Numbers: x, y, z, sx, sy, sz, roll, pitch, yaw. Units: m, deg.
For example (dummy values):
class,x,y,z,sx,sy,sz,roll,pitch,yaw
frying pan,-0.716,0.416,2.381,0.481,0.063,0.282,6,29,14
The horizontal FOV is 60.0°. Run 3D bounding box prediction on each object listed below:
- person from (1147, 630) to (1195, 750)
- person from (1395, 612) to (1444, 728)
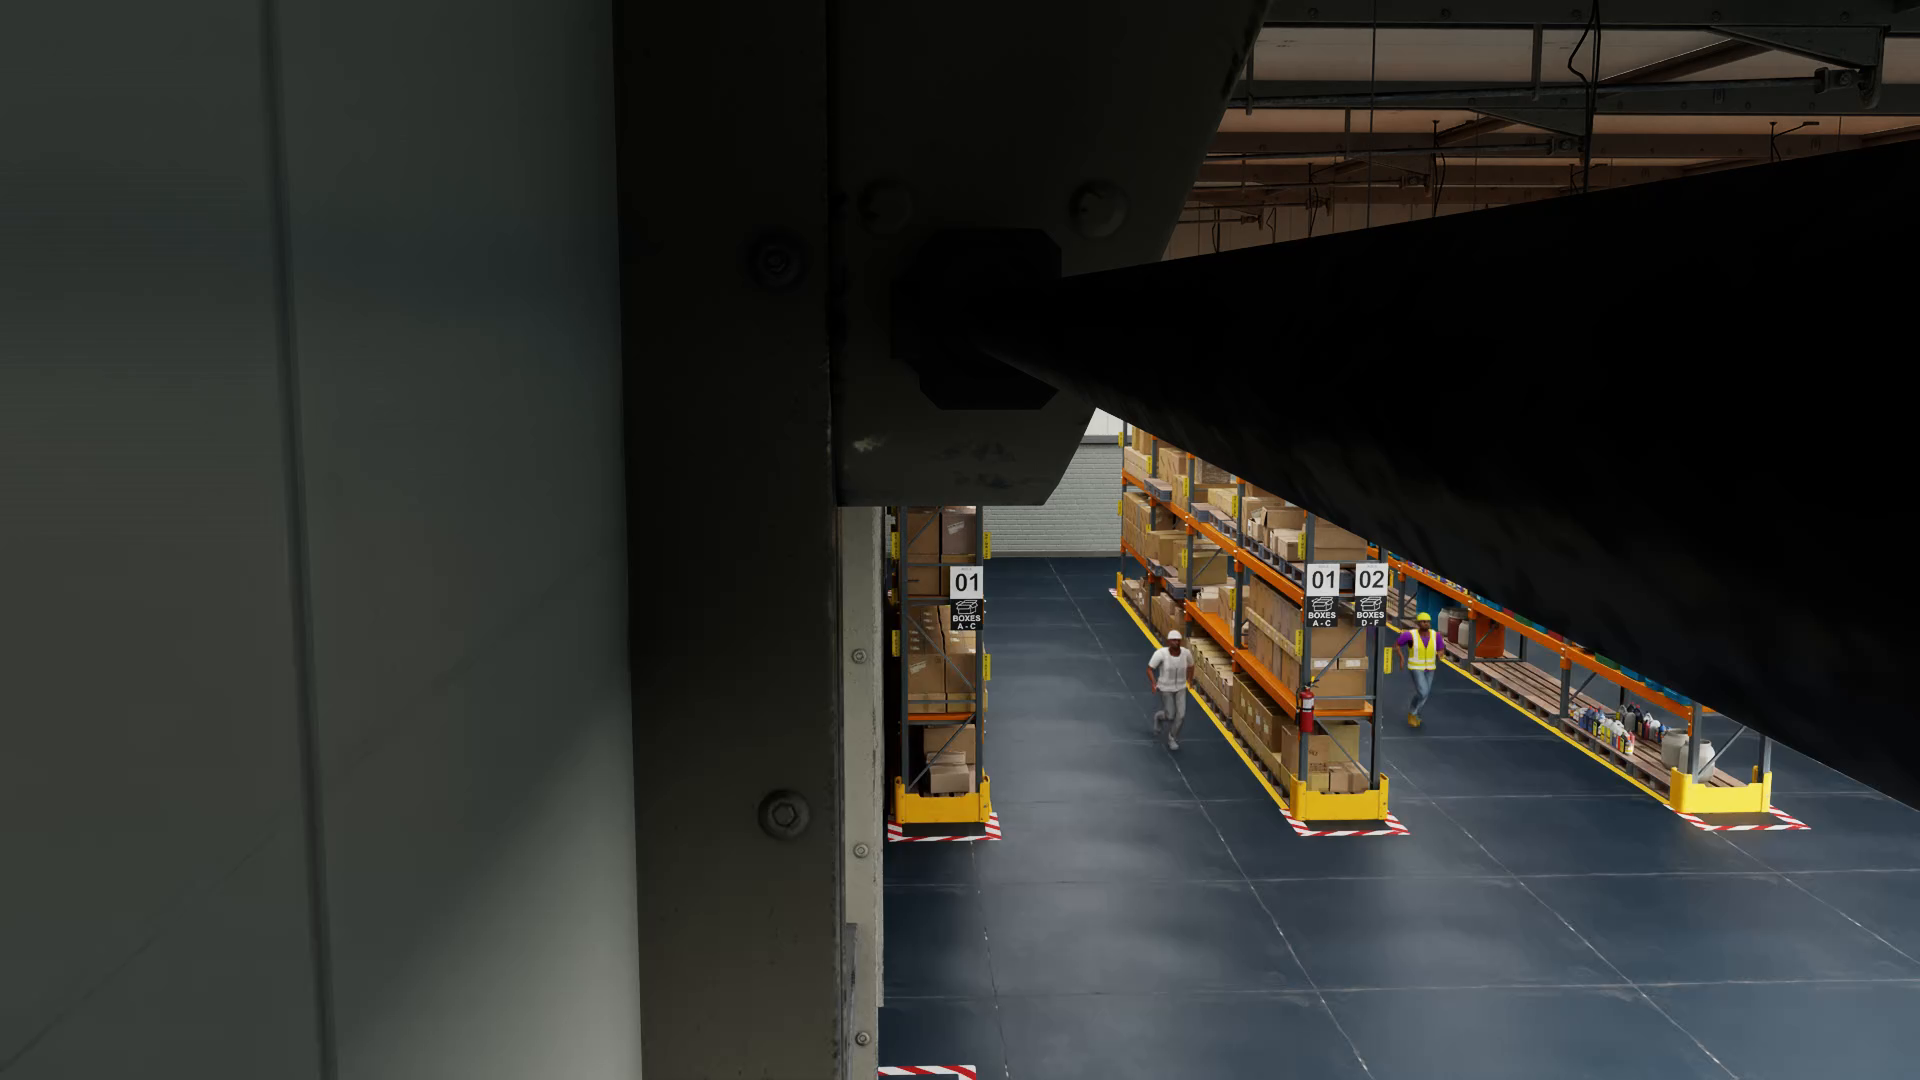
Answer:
class,x,y,z,sx,sy,sz,roll,pitch,yaw
person,3.058,2.129,24.036,0.715,1.720,0.643,-2,8,-15
person,6.963,1.954,25.021,0.668,1.753,0.691,-2,8,-12
